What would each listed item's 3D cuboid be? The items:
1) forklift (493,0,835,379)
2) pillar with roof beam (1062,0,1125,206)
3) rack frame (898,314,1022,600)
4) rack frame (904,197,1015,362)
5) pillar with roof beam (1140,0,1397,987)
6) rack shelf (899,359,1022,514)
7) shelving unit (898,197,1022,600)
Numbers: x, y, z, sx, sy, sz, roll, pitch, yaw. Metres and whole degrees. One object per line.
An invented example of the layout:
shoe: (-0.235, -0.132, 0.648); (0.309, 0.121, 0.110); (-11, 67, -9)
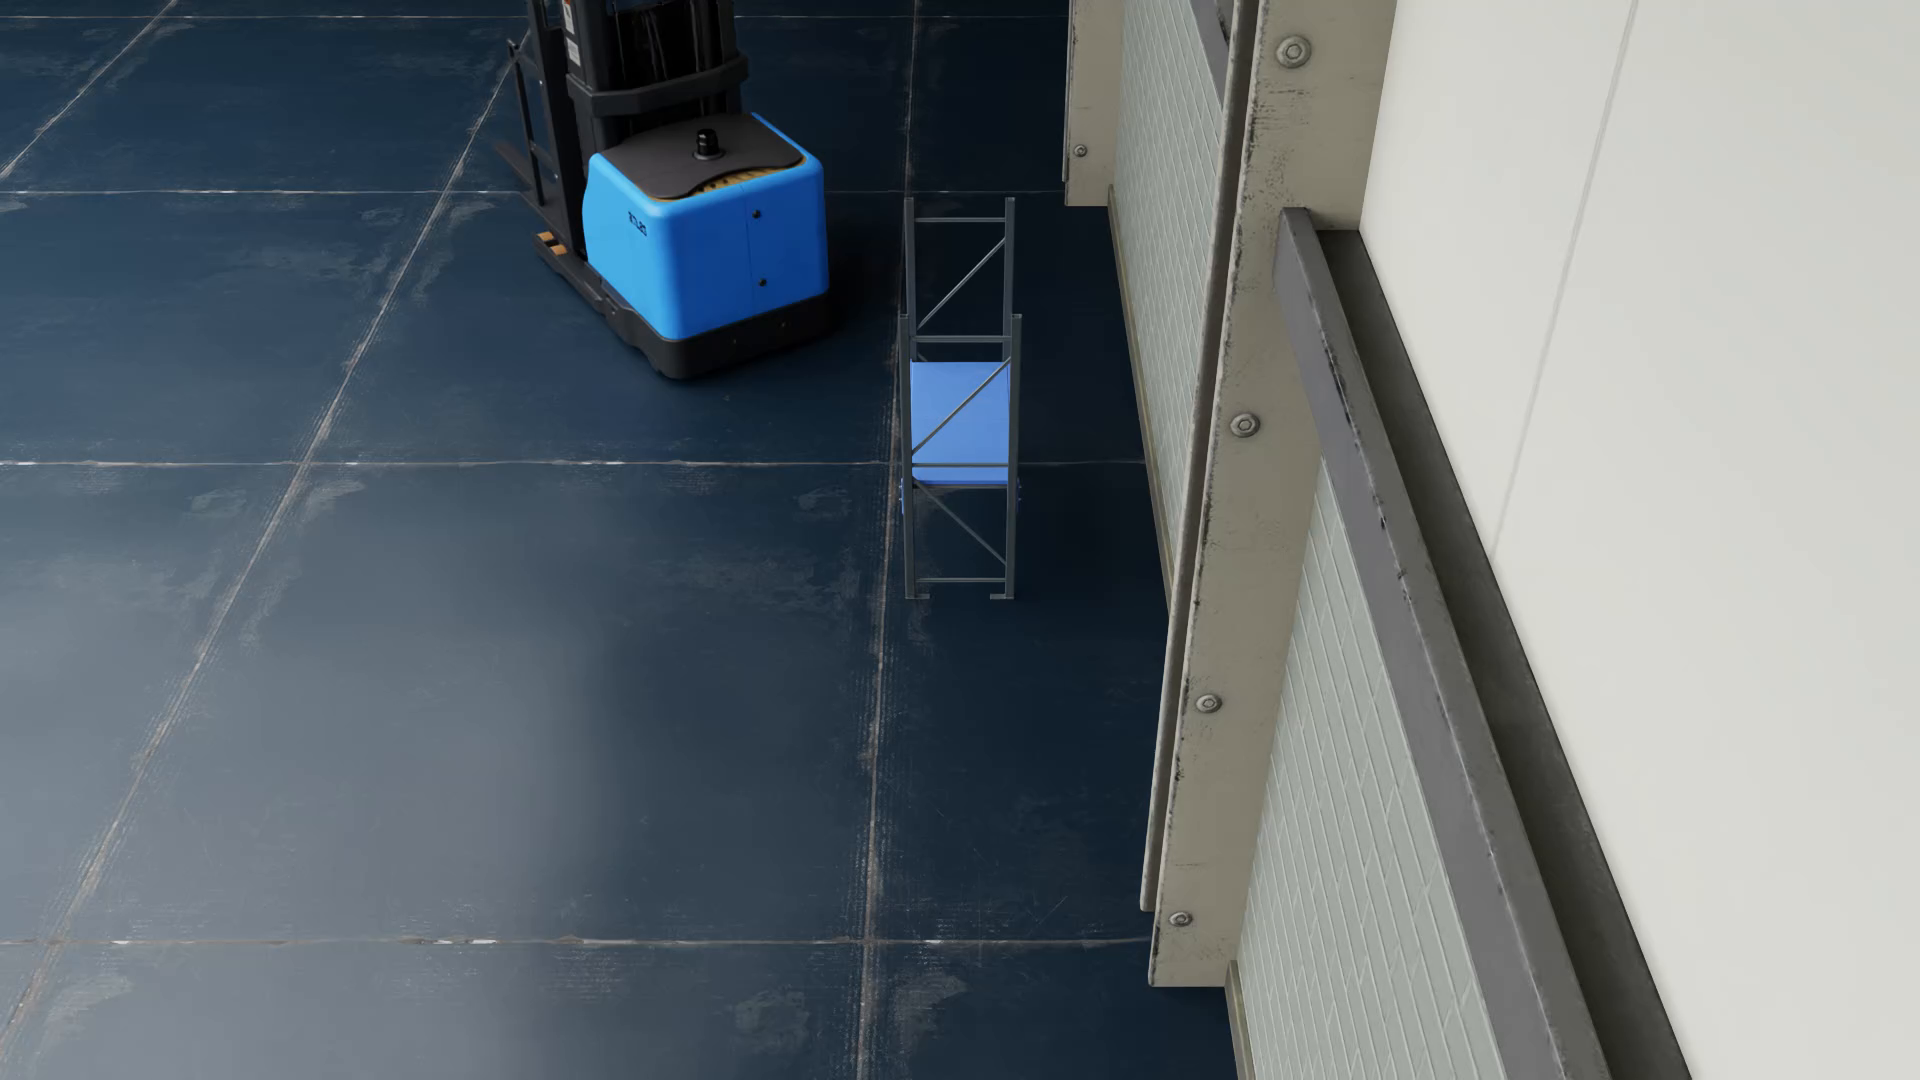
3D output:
forklift: (-1.943, -2.899, 9.269); (1.130, 2.935, 3.031); (-23, 44, -26)
pillar with roof beam: (-3.476, -5.777, 8.009); (9.100, 9.000, 0.400); (0, 39, 0)
rack frame: (0.000, -0.321, 7.196); (0.500, 1.500, 0.032); (0, 39, 0)
rack frame: (-0.001, -0.956, 7.990); (0.500, 1.500, 0.032); (0, 39, 0)
pillar with roof beam: (-3.469, -2.025, 3.327); (9.100, 9.000, 0.400); (0, 39, 0)
rack shelf: (0.000, -0.498, 7.706); (0.538, 0.185, 1.000); (0, 39, 0)
shelving unit: (0.000, -0.639, 7.593); (0.538, 1.500, 1.048); (0, 39, 0)
